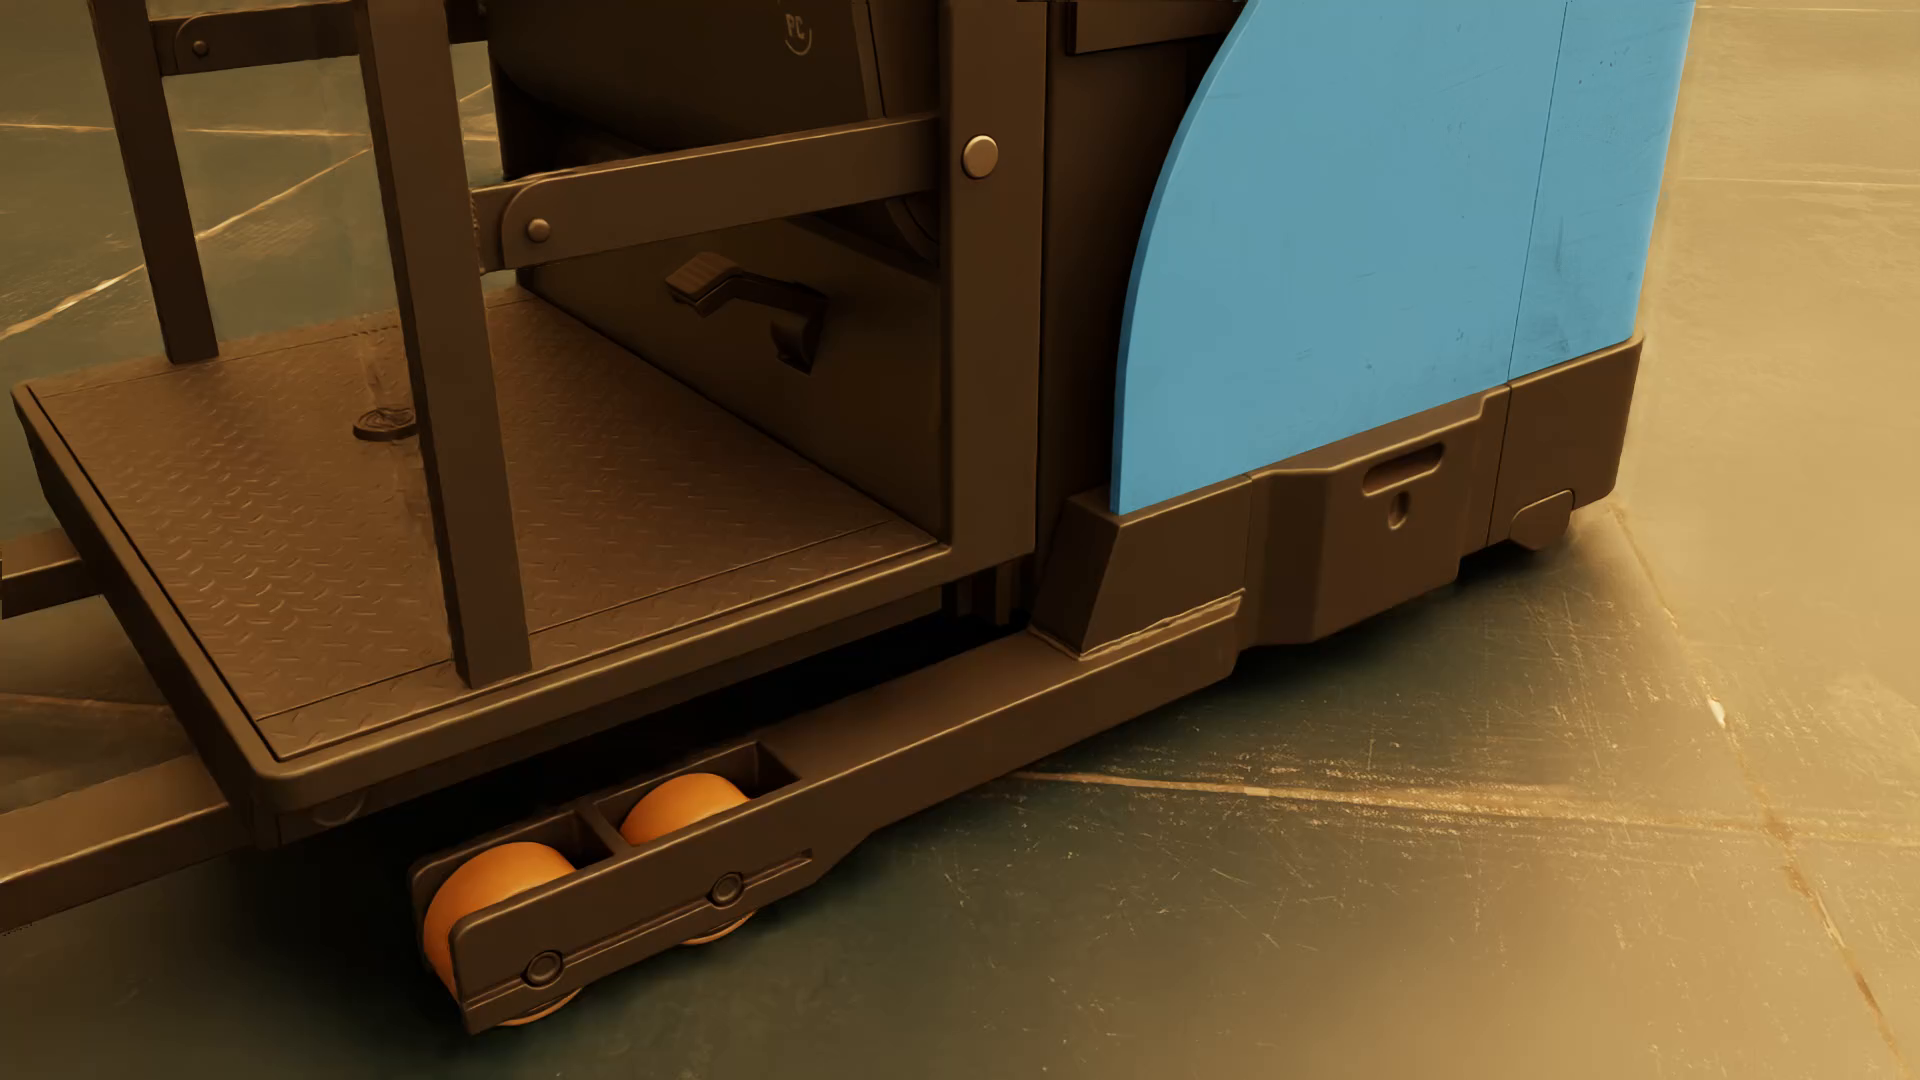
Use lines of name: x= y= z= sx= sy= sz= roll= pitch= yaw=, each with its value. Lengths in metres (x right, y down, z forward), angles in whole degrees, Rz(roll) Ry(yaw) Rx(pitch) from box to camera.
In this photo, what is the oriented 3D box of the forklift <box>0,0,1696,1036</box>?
forklift: x=-0.492 y=-1.120 z=1.463 sx=3.031 sy=2.935 sz=1.130 roll=-18 pitch=32 yaw=-32
